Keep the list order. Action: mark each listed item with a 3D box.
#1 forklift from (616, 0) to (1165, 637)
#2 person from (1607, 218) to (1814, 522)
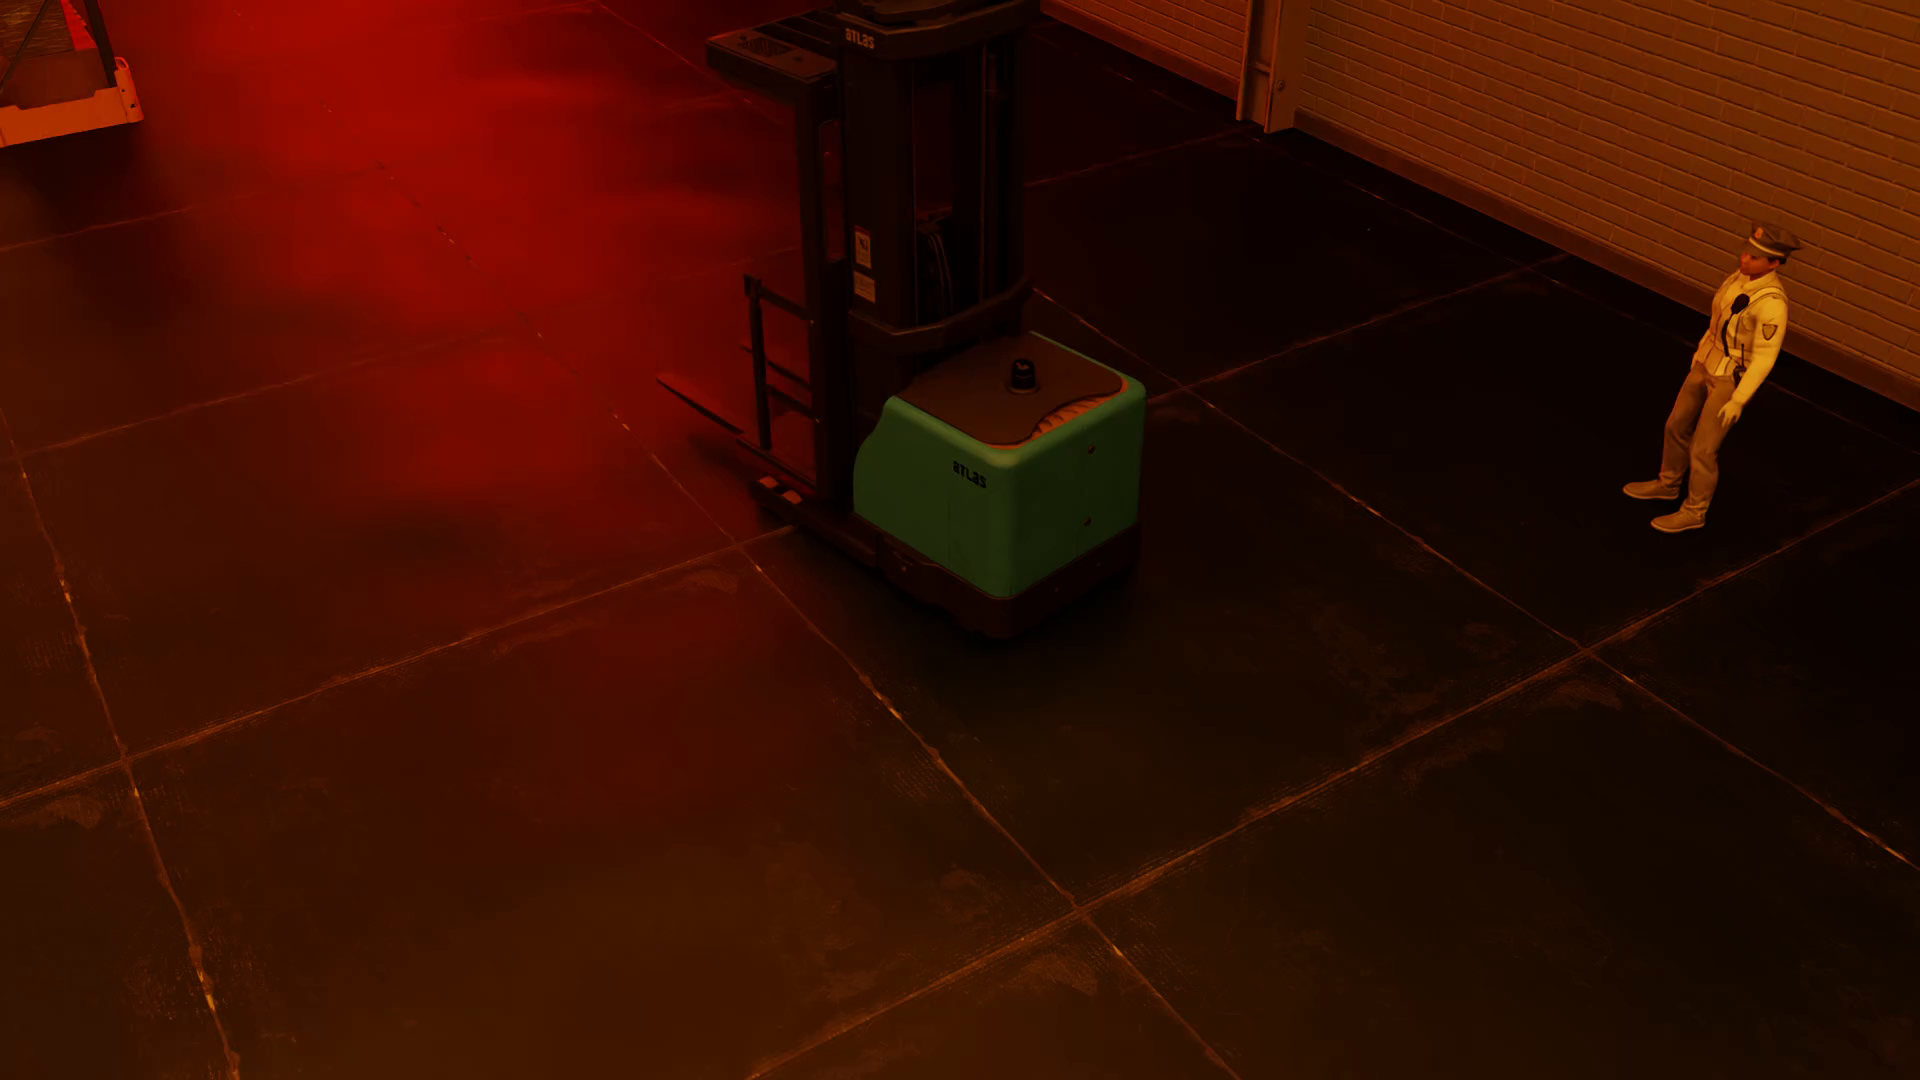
[{"bbox_3d":[-0.500,-1.399,8.138,3.031,2.935,1.130,22,41,28],"label":"forklift"},{"bbox_3d":[3.802,-0.842,8.409,0.533,1.695,0.587,0,35,0],"label":"person"}]
